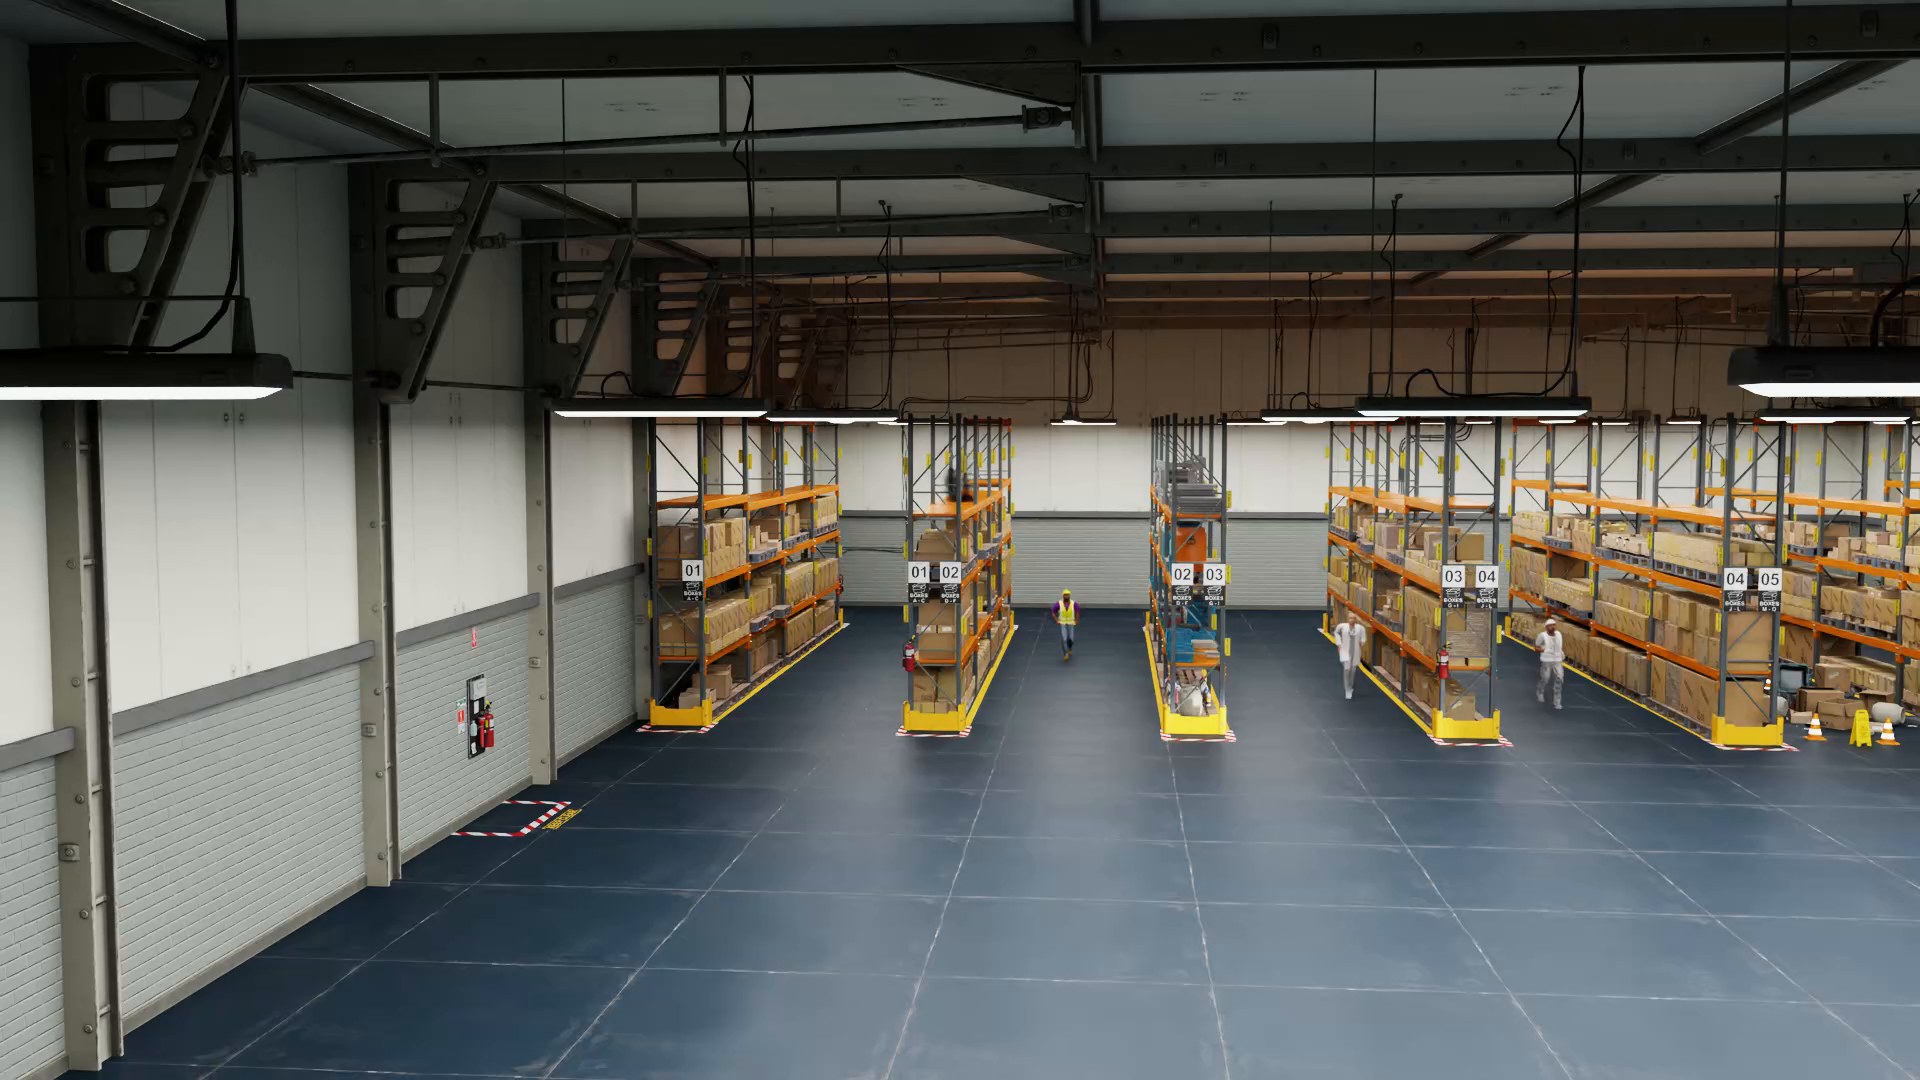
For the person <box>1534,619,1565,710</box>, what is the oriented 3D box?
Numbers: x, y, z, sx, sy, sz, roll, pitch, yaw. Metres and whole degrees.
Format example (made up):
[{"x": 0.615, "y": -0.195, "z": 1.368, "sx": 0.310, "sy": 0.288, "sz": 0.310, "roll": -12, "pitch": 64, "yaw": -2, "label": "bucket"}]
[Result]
[{"x": 12.139, "y": 2.531, "z": 34.218, "sx": 0.683, "sy": 1.835, "sz": 0.856, "roll": 0, "pitch": 4, "yaw": -2, "label": "person"}]

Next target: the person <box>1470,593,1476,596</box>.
[{"x": 13.773, "y": 1.927, "z": 44.242, "sx": 0.562, "sy": 1.714, "sz": 0.739, "roll": 1, "pitch": 4, "yaw": 9, "label": "person"}]

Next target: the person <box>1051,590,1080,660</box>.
[{"x": 2.618, "y": 2.084, "z": 41.216, "sx": 0.720, "sy": 1.728, "sz": 0.581, "roll": 0, "pitch": 4, "yaw": -1, "label": "person"}]

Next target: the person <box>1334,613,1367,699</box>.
[{"x": 8.356, "y": 2.455, "z": 35.572, "sx": 0.626, "sy": 1.833, "sz": 0.980, "roll": 0, "pitch": 4, "yaw": 0, "label": "person"}]
